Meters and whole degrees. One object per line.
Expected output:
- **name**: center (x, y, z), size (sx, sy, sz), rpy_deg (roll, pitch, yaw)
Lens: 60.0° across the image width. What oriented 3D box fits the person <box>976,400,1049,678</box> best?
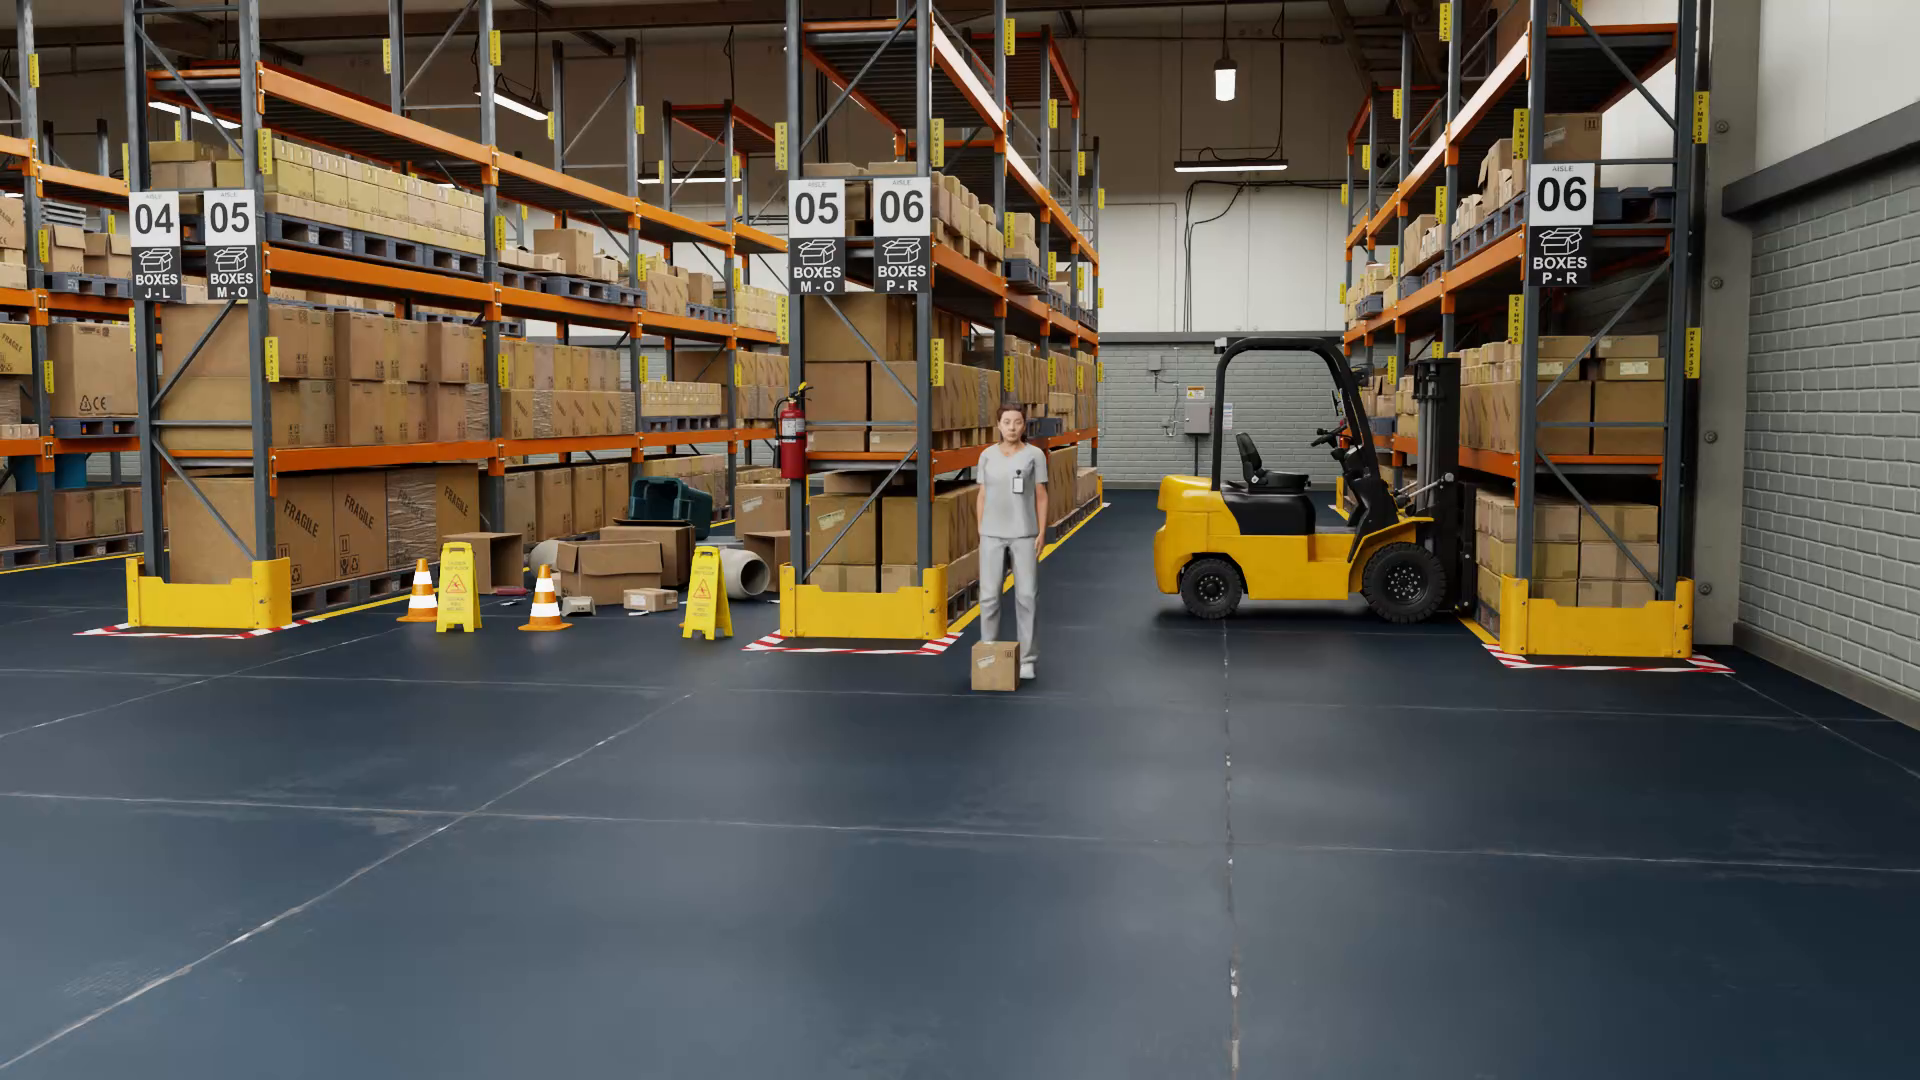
- **person**: center (0.313, -0.010, 10.071), size (0.444, 1.675, 0.347), rpy_deg (1, 5, 10)
